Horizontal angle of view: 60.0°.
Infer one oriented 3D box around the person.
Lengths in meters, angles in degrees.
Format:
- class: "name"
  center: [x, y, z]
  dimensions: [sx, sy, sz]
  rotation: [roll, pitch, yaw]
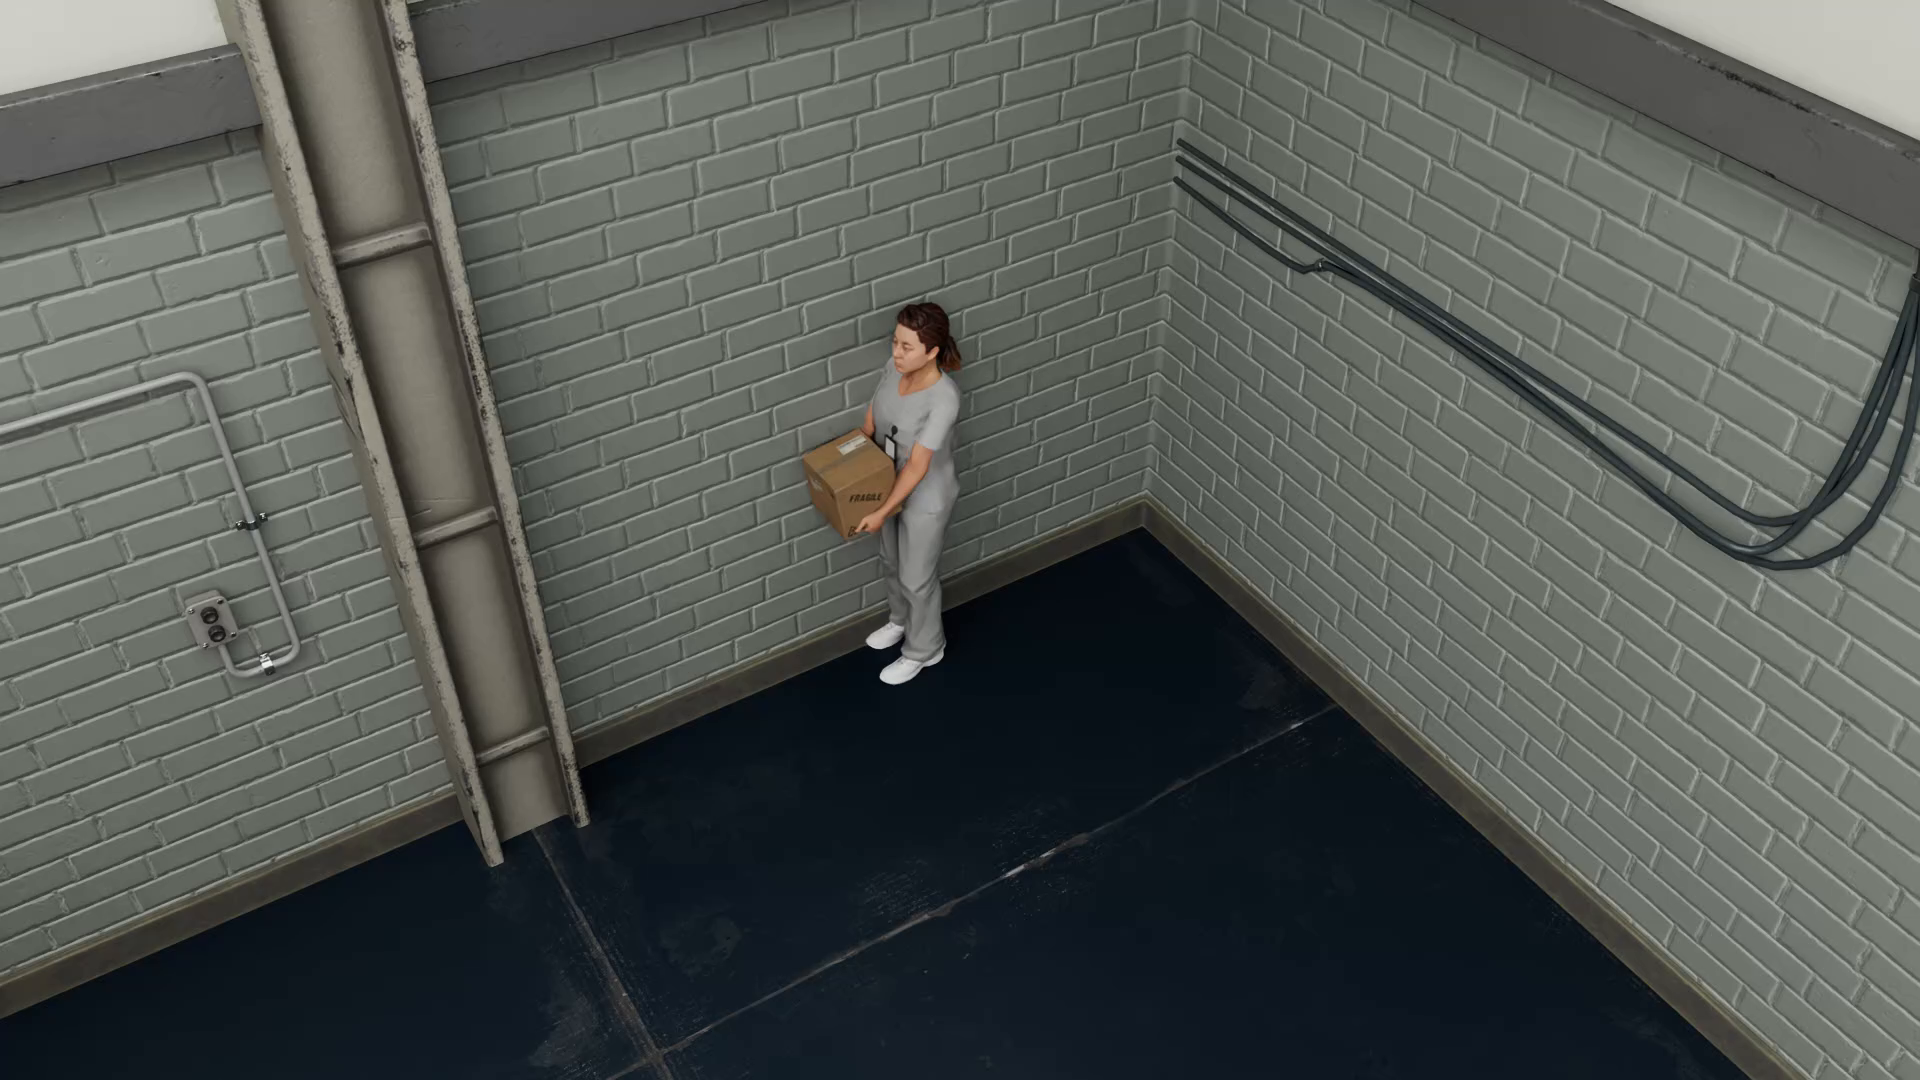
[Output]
- class: "person"
  center: [-0.230, -0.152, 6.343]
  dimensions: [0.532, 1.668, 0.422]
  rotation: [-23, 46, -24]
